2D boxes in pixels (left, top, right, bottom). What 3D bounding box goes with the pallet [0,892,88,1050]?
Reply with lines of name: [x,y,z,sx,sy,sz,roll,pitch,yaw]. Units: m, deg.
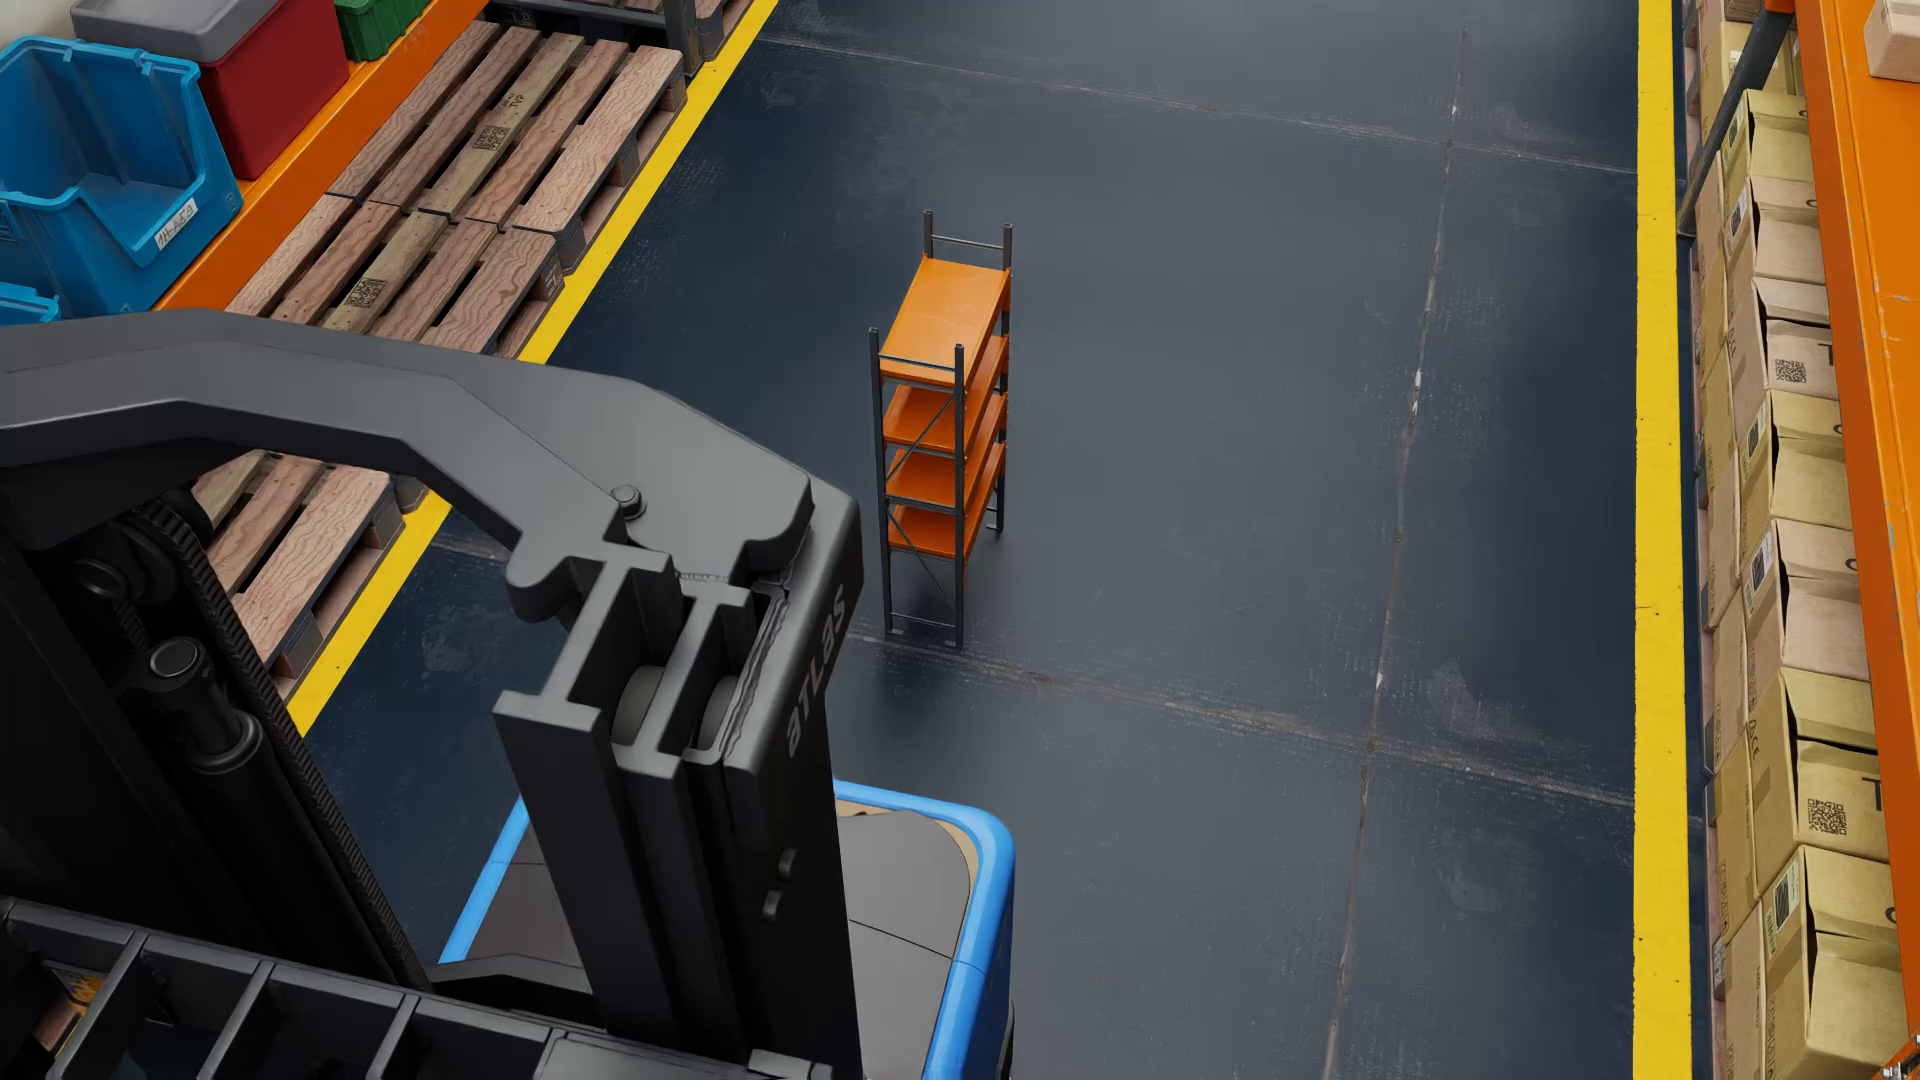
pallet: [-2.804,1.333,3.933,1.003,0.211,1.213,12,50,10]

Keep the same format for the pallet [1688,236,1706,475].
pallet: [3.038,-0.618,5.655,1.003,0.211,1.213,12,50,10]

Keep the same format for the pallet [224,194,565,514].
pallet: [-2.072,-0.678,5.707,1.003,0.211,1.213,12,50,10]

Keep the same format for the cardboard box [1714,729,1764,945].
cardboard box: [2.176,0.781,4.114,0.500,0.250,0.500,11,49,10]

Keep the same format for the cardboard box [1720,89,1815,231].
cardboard box: [2.845,-1.246,5.529,0.500,0.311,0.500,12,50,10]

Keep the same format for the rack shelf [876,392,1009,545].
rack shelf: [-0.044,-0.233,4.745,0.258,0.148,0.480,12,50,10]

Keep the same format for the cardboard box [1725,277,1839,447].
cardboard box: [2.573,-0.511,4.880,0.500,0.311,0.500,10,49,9]

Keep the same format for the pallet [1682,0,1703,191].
pallet: [3.444,-1.726,6.632,1.003,0.211,1.213,12,50,10]

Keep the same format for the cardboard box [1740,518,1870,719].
cardboard box: [2.307,0.228,4.228,0.500,0.311,0.500,11,50,10]

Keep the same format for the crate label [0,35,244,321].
crate label: [-2.114,-0.845,3.972,0.502,0.435,0.616,12,50,10]

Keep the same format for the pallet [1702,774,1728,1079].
pallet: [2.395,1.147,4.097,1.003,0.211,1.213,12,50,10]

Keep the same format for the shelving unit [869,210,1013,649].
shelving unit: [-0.044,-0.277,4.694,0.258,1.200,0.503,12,50,10]

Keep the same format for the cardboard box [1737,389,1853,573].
cardboard box: [2.441,-0.134,4.547,0.500,0.311,0.500,13,50,11]

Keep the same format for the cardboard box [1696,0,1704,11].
cardboard box: [3.364,-2.413,6.933,0.500,0.250,0.500,12,50,10]

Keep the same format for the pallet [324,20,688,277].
pallet: [-1.753,-1.563,6.489,1.003,0.211,1.213,12,50,10]

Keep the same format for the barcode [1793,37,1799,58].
barcode: [2.725,-1.615,5.408,0.001,0.075,0.075,12,50,10]

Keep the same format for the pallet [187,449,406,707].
pallet: [-2.395,0.202,4.931,1.003,0.211,1.213,12,50,10]

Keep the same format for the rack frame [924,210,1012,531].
rack frame: [0.021,-0.454,4.850,0.240,1.200,0.015,12,50,10]

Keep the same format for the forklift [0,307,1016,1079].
forklift: [-0.711,1.287,2.159,1.130,2.935,3.031,10,49,9]

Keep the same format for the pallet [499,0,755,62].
pallet: [-1.367,-2.616,7.418,1.003,0.211,1.213,12,50,10]

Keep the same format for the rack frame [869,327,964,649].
rack frame: [-0.108,-0.101,4.539,0.240,1.200,0.015,12,50,10]

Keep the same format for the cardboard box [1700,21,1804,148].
cardboard box: [3.105,-1.689,6.294,0.500,0.250,0.500,12,50,10]

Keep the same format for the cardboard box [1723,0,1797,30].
cardboard box: [3.248,-2.296,6.330,0.500,0.500,0.500,12,50,10]

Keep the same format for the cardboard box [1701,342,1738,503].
cardboard box: [2.579,-0.323,5.088,0.500,0.250,0.500,10,49,9]

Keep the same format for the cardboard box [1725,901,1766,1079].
cardboard box: [2.044,1.154,3.785,0.500,0.250,0.500,13,50,11]

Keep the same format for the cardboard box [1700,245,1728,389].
cardboard box: [2.713,-0.698,5.419,0.500,0.250,0.500,13,50,11]

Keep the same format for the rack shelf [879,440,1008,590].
rack shelf: [-0.044,-0.101,4.894,0.258,0.148,0.480,12,50,10]

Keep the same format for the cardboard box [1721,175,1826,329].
cardboard box: [2.708,-0.885,5.210,0.500,0.311,0.500,11,49,10]

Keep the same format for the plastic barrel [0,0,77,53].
plastic barrel: [-2.461,-1.296,4.319,0.421,0.512,0.421,0,49,0]

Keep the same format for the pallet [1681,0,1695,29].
pallet: [3.763,-2.611,7.413,1.003,0.211,1.213,12,50,10]

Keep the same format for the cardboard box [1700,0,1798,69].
cardboard box: [3.246,-2.049,6.611,0.500,0.250,0.500,12,50,10]

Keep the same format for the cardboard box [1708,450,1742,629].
cardboard box: [2.444,0.045,4.764,0.500,0.250,0.500,12,50,11]

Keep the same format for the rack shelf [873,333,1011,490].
rack shelf: [-0.044,-0.381,4.577,0.258,0.148,0.480,12,50,10]

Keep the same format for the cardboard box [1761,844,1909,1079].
cardboard box: [2.041,0.970,3.573,0.500,0.311,0.500,13,50,11]

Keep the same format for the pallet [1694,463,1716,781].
pallet: [2.718,0.267,4.873,1.003,0.211,1.213,12,50,10]

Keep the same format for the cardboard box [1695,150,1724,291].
cardboard box: [2.849,-1.068,5.745,0.500,0.250,0.500,10,49,9]

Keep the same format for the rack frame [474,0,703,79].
rack frame: [-1.584,-3.061,5.951,1.000,3.000,0.127,12,50,10]

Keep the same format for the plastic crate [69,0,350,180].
plastic crate: [-1.916,-1.298,4.352,0.402,0.464,0.583,12,50,10]

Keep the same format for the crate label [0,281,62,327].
crate label: [-2.164,-0.344,3.664,0.303,0.233,0.416,12,50,10]

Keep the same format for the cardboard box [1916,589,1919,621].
cardboard box: [2.111,0.190,3.249,0.380,0.149,0.250,12,50,10]

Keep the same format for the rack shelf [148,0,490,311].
rack shelf: [-2.110,-1.377,4.944,1.077,0.370,4.000,12,50,10]

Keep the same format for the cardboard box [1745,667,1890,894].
cardboard box: [2.172,0.593,3.906,0.500,0.311,0.500,11,49,9]

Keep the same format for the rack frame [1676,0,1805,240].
rack frame: [3.194,-2.081,5.086,1.000,3.000,0.127,12,50,10]

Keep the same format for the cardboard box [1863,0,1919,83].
cardboard box: [2.763,-1.398,4.650,0.380,0.149,0.250,12,50,10]

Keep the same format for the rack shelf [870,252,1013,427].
rack shelf: [-0.044,-0.537,4.400,0.258,0.148,0.480,12,50,10]

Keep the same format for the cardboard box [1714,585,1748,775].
cardboard box: [2.312,0.418,4.435,0.500,0.250,0.500,13,50,11]

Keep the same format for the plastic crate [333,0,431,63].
plastic crate: [-1.770,-1.676,4.870,0.450,0.188,0.662,12,50,10]
